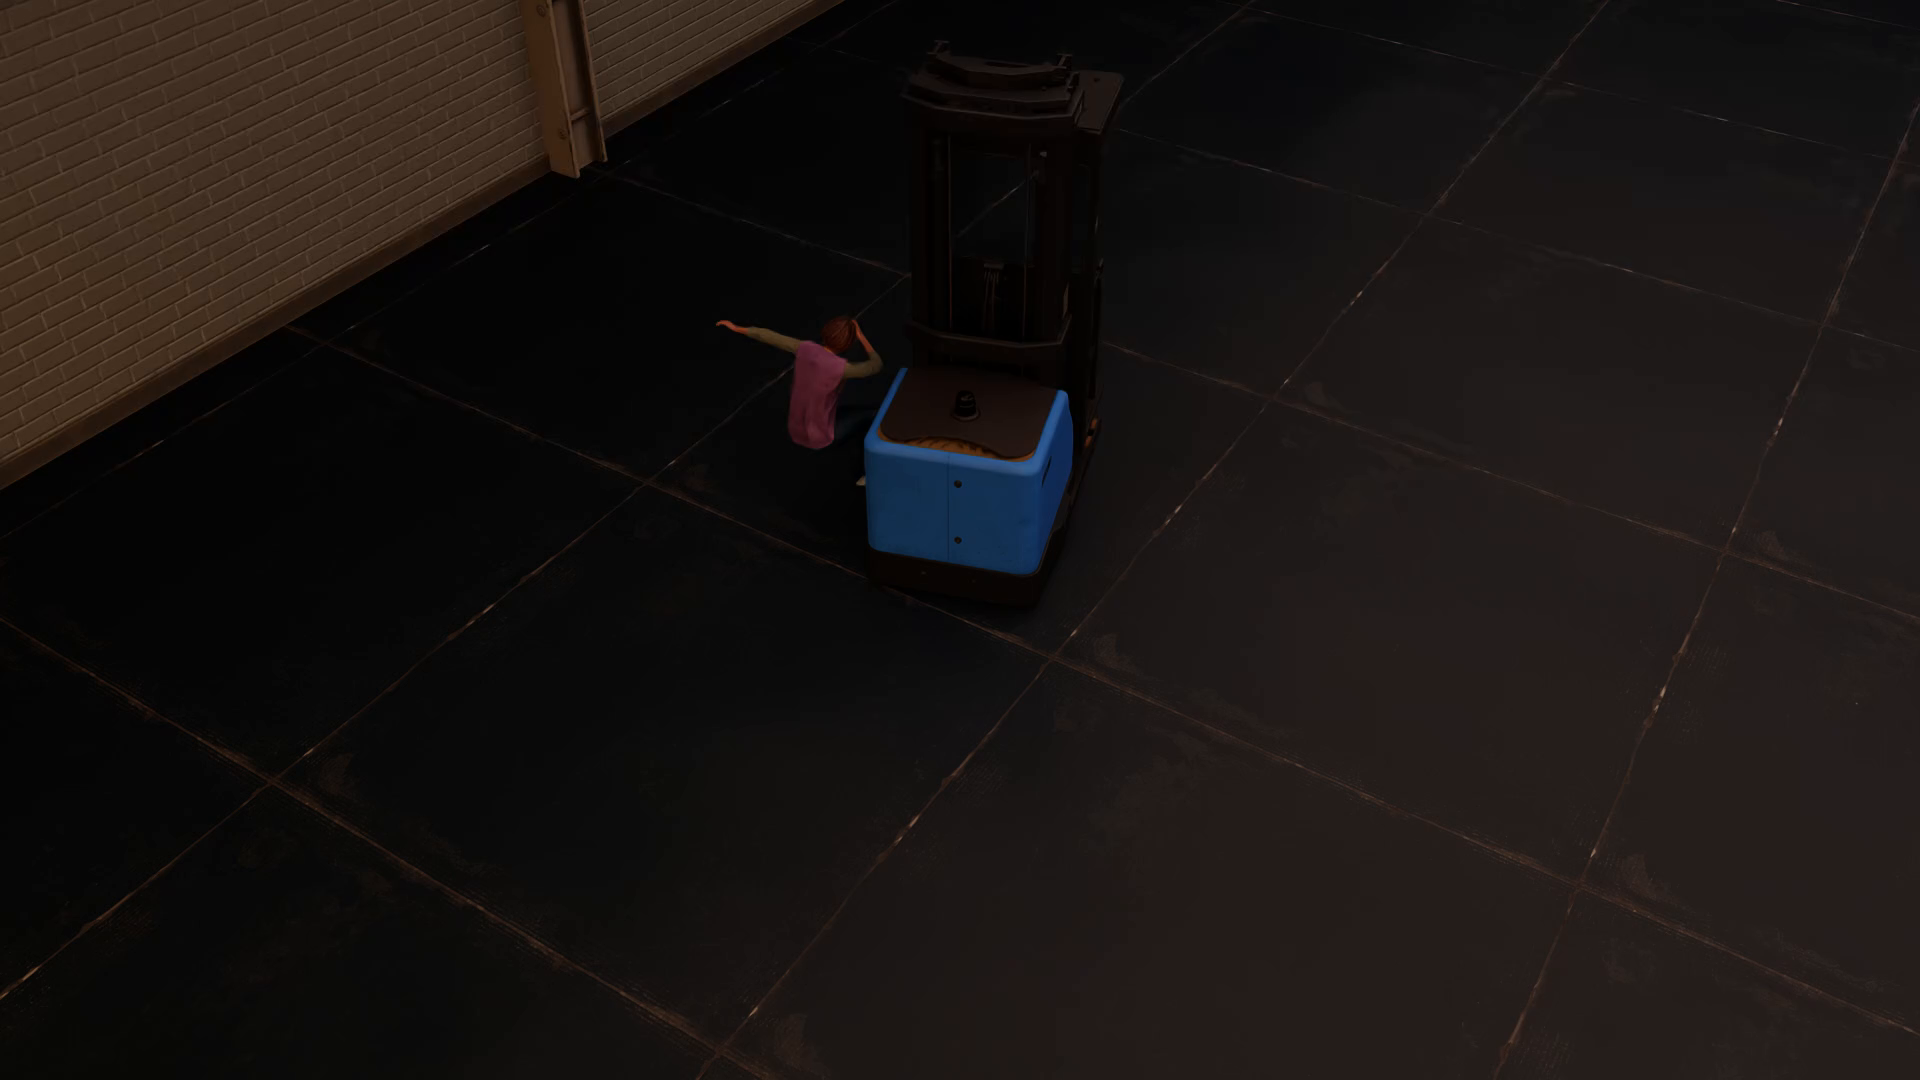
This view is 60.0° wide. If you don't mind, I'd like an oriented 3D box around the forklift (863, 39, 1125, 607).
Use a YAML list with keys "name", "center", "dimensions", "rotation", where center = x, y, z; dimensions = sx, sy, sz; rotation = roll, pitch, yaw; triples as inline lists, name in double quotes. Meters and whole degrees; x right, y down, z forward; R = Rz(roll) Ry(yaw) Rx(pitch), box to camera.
- name: "forklift"
  center: [0.311, -1.689, 9.960]
  dimensions: [1.130, 2.935, 3.031]
  rotation: [10, 41, 11]

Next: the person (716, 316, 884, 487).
- name: "person"
  center: [-0.844, -0.853, 10.154]
  dimensions: [1.220, 1.237, 0.638]
  rotation: [30, 48, 30]
